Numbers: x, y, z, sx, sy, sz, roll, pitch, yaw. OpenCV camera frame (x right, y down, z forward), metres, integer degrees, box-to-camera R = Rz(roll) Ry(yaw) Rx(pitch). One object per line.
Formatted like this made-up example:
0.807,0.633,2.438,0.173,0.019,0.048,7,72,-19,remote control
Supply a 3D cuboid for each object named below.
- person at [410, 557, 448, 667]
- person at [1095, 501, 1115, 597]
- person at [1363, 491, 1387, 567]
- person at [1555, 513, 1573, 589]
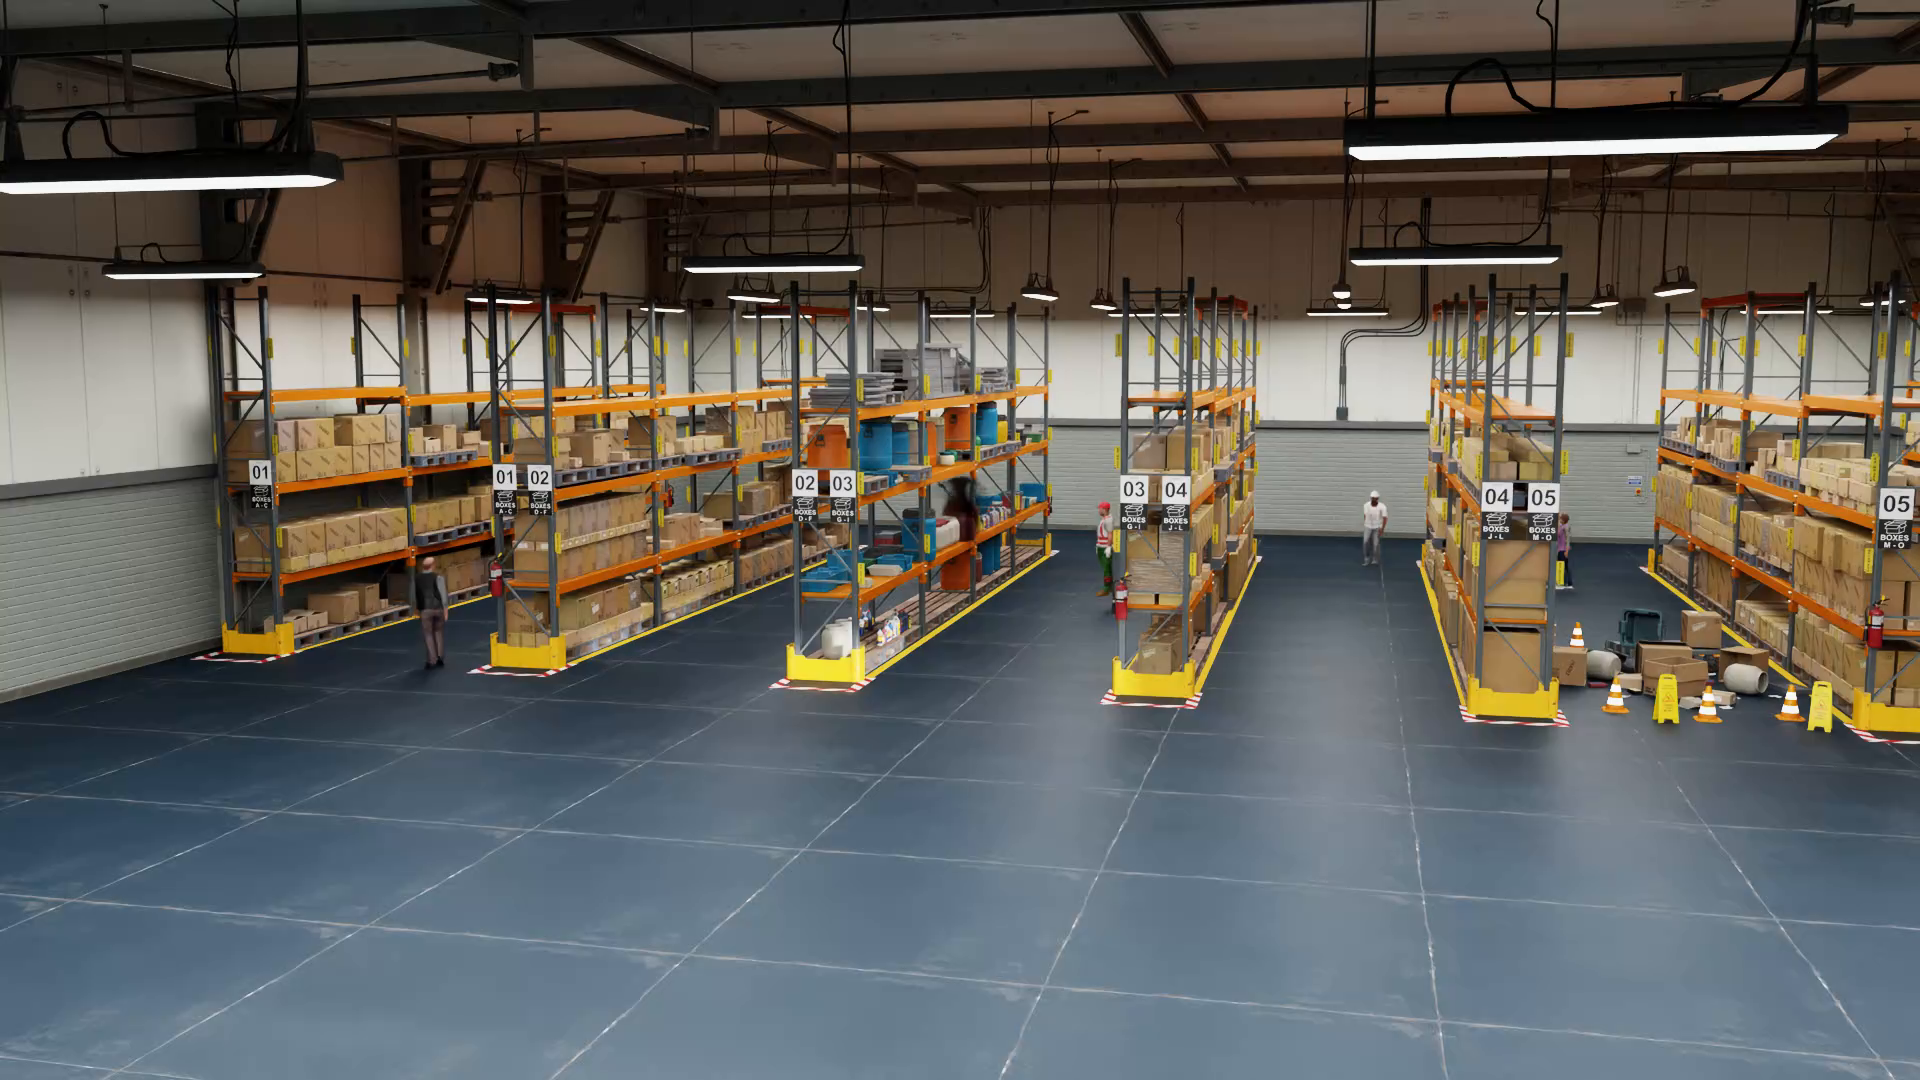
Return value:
-8.377,1.170,26.251,0.474,1.781,0.626,-6,9,-40,person
2.766,0.163,31.901,0.510,1.803,0.551,-3,7,-28,person
9.583,-0.250,38.405,0.576,1.796,0.635,3,7,24,person
12.618,0.228,34.741,0.403,1.599,0.439,4,8,29,person
